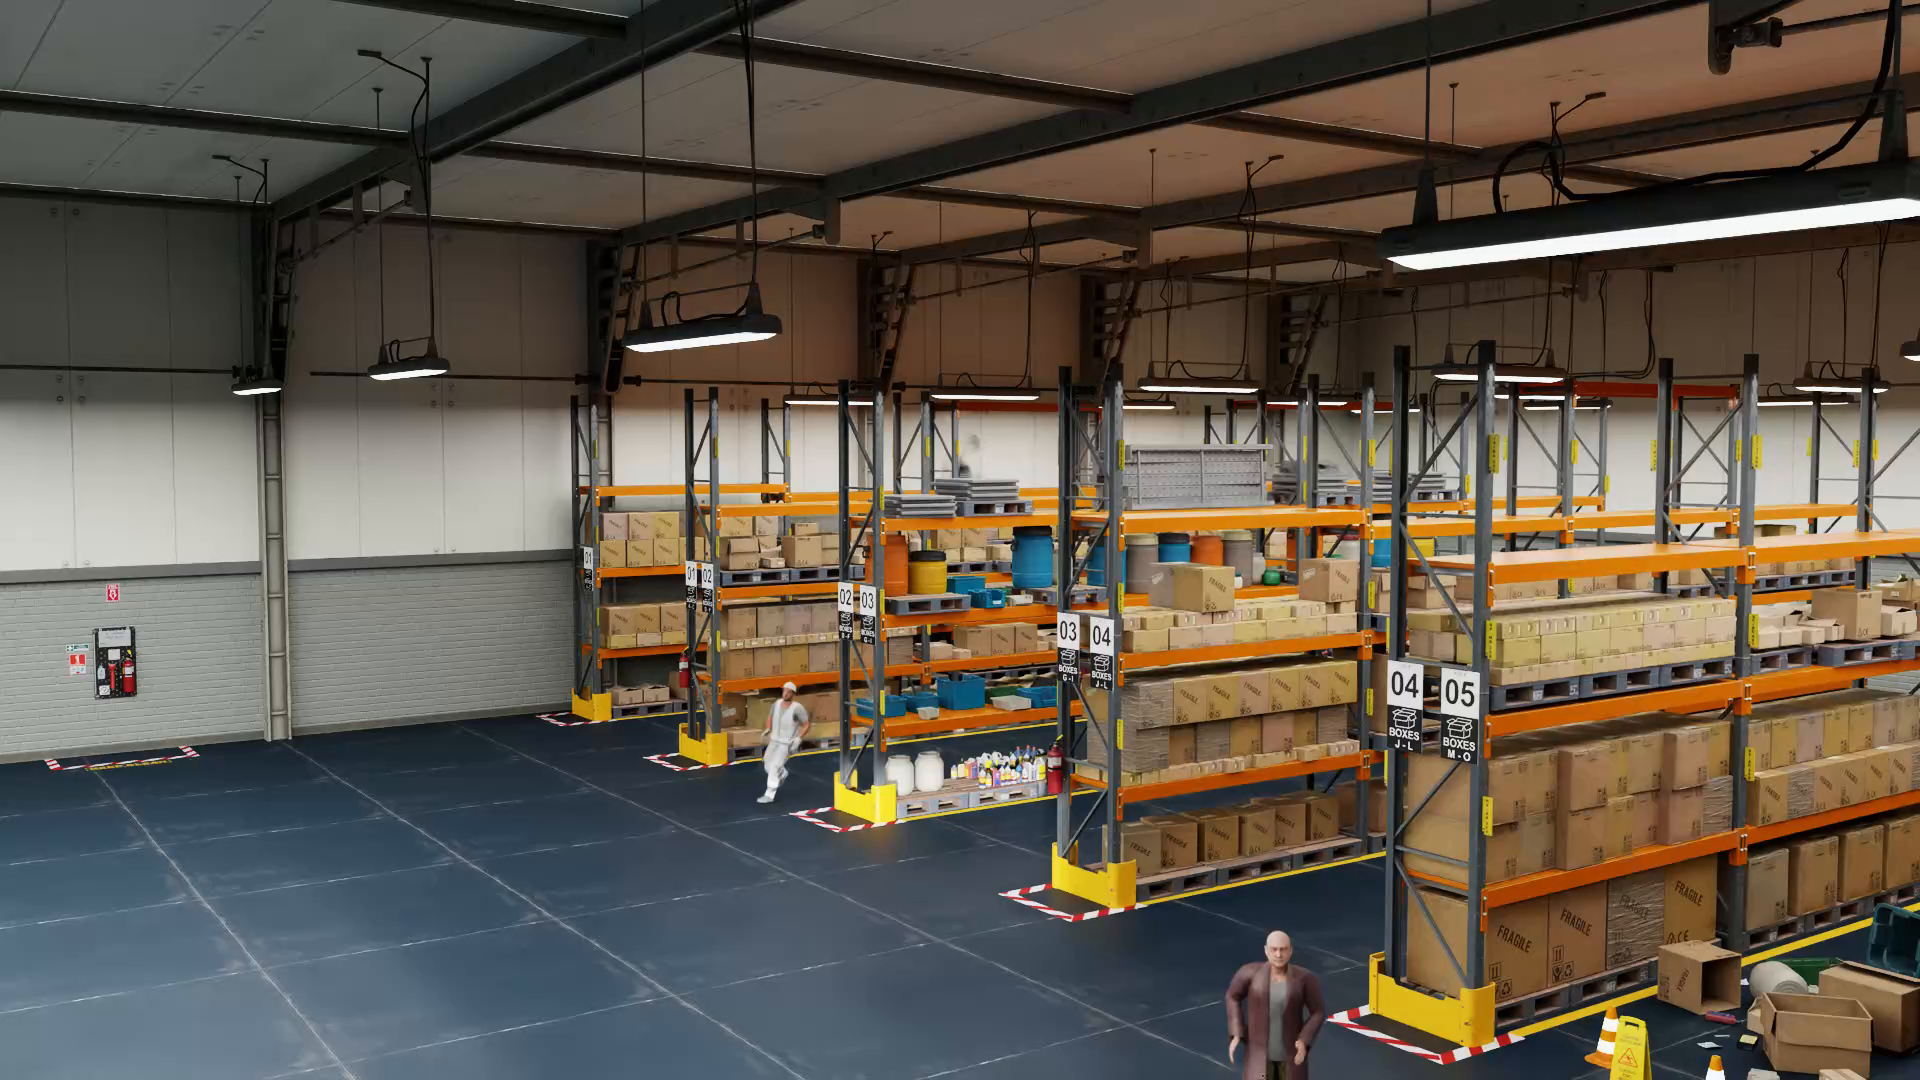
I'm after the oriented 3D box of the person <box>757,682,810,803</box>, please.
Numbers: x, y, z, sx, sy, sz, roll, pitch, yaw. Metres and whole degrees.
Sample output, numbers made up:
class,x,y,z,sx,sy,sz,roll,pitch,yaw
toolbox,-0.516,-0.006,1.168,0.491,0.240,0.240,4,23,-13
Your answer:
class,x,y,z,sx,sy,sz,roll,pitch,yaw
person,-2.490,2.878,23.719,0.705,1.716,0.701,2,4,27

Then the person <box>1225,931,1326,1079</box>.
class,x,y,z,sx,sy,sz,roll,pitch,yaw
person,2.216,3.605,11.700,0.696,1.713,0.671,1,3,8
